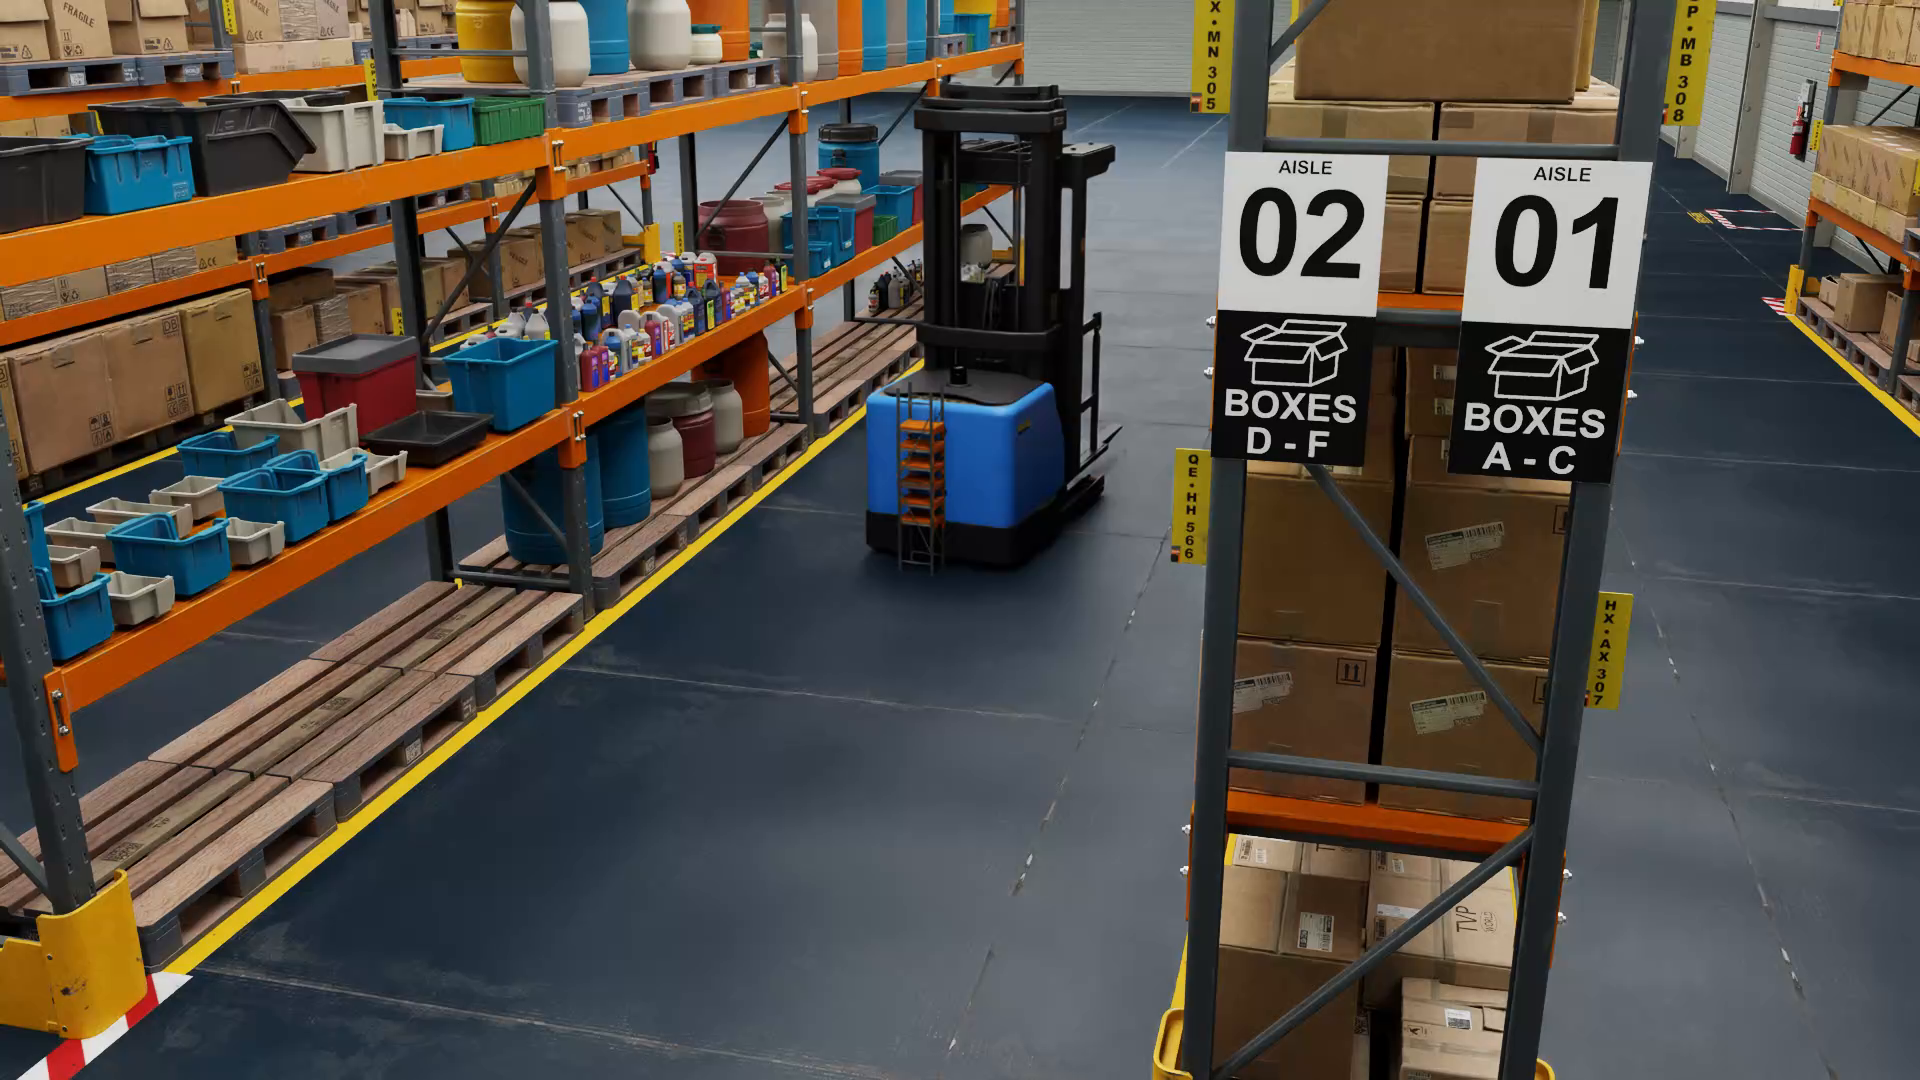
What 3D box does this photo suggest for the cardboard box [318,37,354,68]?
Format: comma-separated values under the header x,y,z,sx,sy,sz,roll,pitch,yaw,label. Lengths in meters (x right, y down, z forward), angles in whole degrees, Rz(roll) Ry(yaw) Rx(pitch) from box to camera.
x,y,z,sx,sy,sz,roll,pitch,yaw,label
-5.883,-4.431,15.112,0.500,0.250,0.500,5,20,15,cardboard box

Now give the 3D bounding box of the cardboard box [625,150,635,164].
x,y,z,sx,sy,sz,roll,pitch,yaw,label
-4.401,-4.916,21.328,0.380,0.149,0.250,5,19,13,cardboard box

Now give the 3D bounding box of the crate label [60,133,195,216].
x,y,z,sx,sy,sz,roll,pitch,yaw,label
-3.100,-1.347,6.080,0.408,0.251,0.502,5,19,13,crate label

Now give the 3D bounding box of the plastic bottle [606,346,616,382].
x,y,z,sx,sy,sz,roll,pitch,yaw,label
-2.115,-1.055,9.942,0.097,0.201,0.097,0,19,0,plastic bottle

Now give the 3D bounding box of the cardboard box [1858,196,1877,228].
x,y,z,sx,sy,sz,roll,pitch,yaw,label
8.960,-3.138,15.936,0.500,0.250,0.500,5,19,13,cardboard box

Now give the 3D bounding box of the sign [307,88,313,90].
x,y,z,sx,sy,sz,roll,pitch,yaw,label
-8.794,-6.177,22.473,0.100,0.325,0.005,5,19,13,sign

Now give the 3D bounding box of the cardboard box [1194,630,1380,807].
x,y,z,sx,sy,sz,roll,pitch,yaw,label
1.010,0.449,5.078,0.500,0.500,0.500,5,20,15,cardboard box

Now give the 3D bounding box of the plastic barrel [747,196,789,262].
x,y,z,sx,sy,sz,roll,pitch,yaw,label
-1.639,-2.634,14.086,0.421,0.512,0.421,0,19,0,plastic barrel

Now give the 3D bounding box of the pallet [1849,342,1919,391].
x,y,z,sx,sy,sz,roll,pitch,yaw,label
9.030,-1.607,15.566,1.003,0.211,1.213,5,19,13,pallet

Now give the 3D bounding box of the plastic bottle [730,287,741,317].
x,y,z,sx,sy,sz,roll,pitch,yaw,label
-1.614,-1.697,11.823,0.097,0.201,0.097,0,19,0,plastic bottle

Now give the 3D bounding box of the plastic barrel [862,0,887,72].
x,y,z,sx,sy,sz,roll,pitch,yaw,label
-0.940,-4.566,14.498,0.600,0.901,0.708,5,19,13,plastic barrel

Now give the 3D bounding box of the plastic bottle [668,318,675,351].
x,y,z,sx,sy,sz,roll,pitch,yaw,label
-1.897,-1.334,10.758,0.097,0.201,0.097,0,19,0,plastic bottle

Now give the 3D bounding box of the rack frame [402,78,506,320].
x,y,z,sx,sy,sz,roll,pitch,yaw,label
-5.509,-3.887,17.926,1.000,3.000,0.127,5,19,13,rack frame

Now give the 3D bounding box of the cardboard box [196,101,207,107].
x,y,z,sx,sy,sz,roll,pitch,yaw,label
-9.762,-5.512,20.781,0.875,0.550,0.500,5,19,13,cardboard box

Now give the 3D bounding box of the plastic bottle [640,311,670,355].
x,y,z,sx,sy,sz,roll,pitch,yaw,label
-1.952,-1.335,10.646,0.152,0.276,0.135,5,19,13,plastic bottle

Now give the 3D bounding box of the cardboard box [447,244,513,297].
x,y,z,sx,sy,sz,roll,pitch,yaw,label
-5.373,-3.025,18.620,0.500,0.500,0.500,4,19,12,cardboard box

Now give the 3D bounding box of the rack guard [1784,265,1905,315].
x,y,z,sx,sy,sz,roll,pitch,yaw,label
9.859,-2.760,18.495,1.175,0.500,0.348,5,19,13,rack guard

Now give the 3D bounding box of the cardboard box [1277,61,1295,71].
x,y,z,sx,sy,sz,roll,pitch,yaw,label
1.406,-1.579,5.987,0.500,0.250,0.500,5,19,13,cardboard box

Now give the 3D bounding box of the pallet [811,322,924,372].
x,y,z,sx,sy,sz,roll,pitch,yaw,label
-0.861,-1.927,16.502,1.003,0.211,1.213,5,19,13,pallet

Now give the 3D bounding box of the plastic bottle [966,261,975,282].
x,y,z,sx,sy,sz,roll,pitch,yaw,label
0.089,-2.921,18.517,0.144,0.351,0.185,5,20,16,plastic bottle

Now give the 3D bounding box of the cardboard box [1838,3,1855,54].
x,y,z,sx,sy,sz,roll,pitch,yaw,label
9.554,-5.358,17.408,0.500,0.500,0.500,5,20,15,cardboard box

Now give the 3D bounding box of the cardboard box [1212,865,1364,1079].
x,y,z,sx,sy,sz,roll,pitch,yaw,label
1.058,1.443,5.509,0.500,0.500,0.500,5,19,13,cardboard box

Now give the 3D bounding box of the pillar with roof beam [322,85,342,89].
x,y,z,sx,sy,sz,roll,pitch,yaw,label
-11.427,-14.308,39.154,9.100,9.000,0.400,5,19,13,pillar with roof beam

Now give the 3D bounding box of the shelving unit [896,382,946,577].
x,y,z,sx,sy,sz,roll,pitch,yaw,label
-0.244,-0.376,10.432,0.258,1.200,0.189,7,20,21,shelving unit

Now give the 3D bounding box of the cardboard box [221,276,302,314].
x,y,z,sx,sy,sz,roll,pitch,yaw,label
-6.352,-2.226,15.089,0.500,0.250,0.500,5,20,16,cardboard box

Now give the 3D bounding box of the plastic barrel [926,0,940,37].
x,y,z,sx,sy,sz,roll,pitch,yaw,label
-0.411,-5.286,16.560,0.421,0.512,0.421,0,19,0,plastic barrel

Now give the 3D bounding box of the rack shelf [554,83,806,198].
x,y,z,sx,sy,sz,roll,pitch,yaw,label
-2.172,-2.694,10.907,1.077,0.370,4.000,5,19,13,rack shelf

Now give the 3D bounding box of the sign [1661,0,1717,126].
x,y,z,sx,sy,sz,roll,pitch,yaw,label
1.690,-1.132,3.869,0.100,0.325,0.005,5,19,13,sign

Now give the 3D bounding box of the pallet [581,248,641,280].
x,y,z,sx,sy,sz,roll,pitch,yaw,label
-4.783,-3.545,21.240,1.003,0.211,1.213,5,19,13,pallet

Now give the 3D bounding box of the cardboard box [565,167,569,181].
x,y,z,sx,sy,sz,roll,pitch,yaw,label
-4.811,-4.283,19.474,0.380,0.149,0.250,5,19,13,cardboard box

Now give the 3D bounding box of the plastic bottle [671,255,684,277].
x,y,z,sx,sy,sz,roll,pitch,yaw,label
-2.158,-2.037,12.709,0.097,0.271,0.097,0,19,0,plastic bottle

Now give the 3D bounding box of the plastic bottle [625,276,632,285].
x,y,z,sx,sy,sz,roll,pitch,yaw,label
-2.384,-1.747,11.861,0.097,0.271,0.097,0,19,0,plastic bottle

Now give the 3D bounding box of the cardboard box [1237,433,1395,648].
x,y,z,sx,sy,sz,roll,pitch,yaw,label
1.006,-0.024,4.915,0.500,0.500,0.500,4,19,13,cardboard box

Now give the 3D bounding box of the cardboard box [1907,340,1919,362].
x,y,z,sx,sy,sz,roll,pitch,yaw,label
9.002,-1.751,15.375,0.380,0.166,0.250,2,19,6,cardboard box

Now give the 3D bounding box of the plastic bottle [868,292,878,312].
x,y,z,sx,sy,sz,roll,pitch,yaw,label
-0.920,-2.518,17.567,0.097,0.201,0.097,0,19,0,plastic bottle

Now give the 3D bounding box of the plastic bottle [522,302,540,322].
x,y,z,sx,sy,sz,roll,pitch,yaw,label
-2.709,-1.337,10.537,0.144,0.351,0.185,5,19,13,plastic bottle

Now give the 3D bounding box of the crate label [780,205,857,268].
x,y,z,sx,sy,sz,roll,pitch,yaw,label
-1.179,-2.549,13.954,0.502,0.435,0.616,5,19,13,crate label

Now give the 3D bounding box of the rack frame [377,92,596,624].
x,y,z,sx,sy,sz,roll,pitch,yaw,label
-2.661,-0.988,9.440,1.000,3.000,0.127,5,19,13,rack frame

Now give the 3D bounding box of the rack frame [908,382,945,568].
x,y,z,sx,sy,sz,roll,pitch,yaw,label
-0.210,-0.403,10.512,0.240,1.200,0.006,7,20,21,rack frame

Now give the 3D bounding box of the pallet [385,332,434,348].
x,y,z,sx,sy,sz,roll,pitch,yaw,label
-5.994,-1.939,16.539,1.003,0.211,1.213,5,19,13,pallet

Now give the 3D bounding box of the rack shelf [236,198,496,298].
x,y,z,sx,sy,sz,roll,pitch,yaw,label
-5.998,-2.919,16.207,1.077,0.370,4.000,5,19,13,rack shelf

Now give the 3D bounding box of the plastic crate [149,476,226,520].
x,y,z,sx,sy,sz,roll,pitch,yaw,label
-3.431,-0.181,7.392,0.298,0.136,0.250,5,19,13,plastic crate

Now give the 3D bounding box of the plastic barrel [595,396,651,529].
x,y,z,sx,sy,sz,roll,pitch,yaw,label
-2.339,-0.585,10.856,0.600,0.901,0.708,5,19,13,plastic barrel

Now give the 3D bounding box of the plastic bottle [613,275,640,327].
x,y,z,sx,sy,sz,roll,pitch,yaw,label
-2.304,-1.654,11.466,0.144,0.351,0.185,5,19,13,plastic bottle

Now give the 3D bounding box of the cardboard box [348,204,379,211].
x,y,z,sx,sy,sz,roll,pitch,yaw,label
-5.854,-3.268,15.697,0.500,0.250,0.500,4,19,12,cardboard box

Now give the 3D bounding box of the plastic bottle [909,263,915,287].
x,y,z,sx,sy,sz,roll,pitch,yaw,label
-0.558,-3.015,18.915,0.097,0.271,0.097,0,19,0,plastic bottle

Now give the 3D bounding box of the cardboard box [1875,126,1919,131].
x,y,z,sx,sy,sz,roll,pitch,yaw,label
9.969,-4.096,17.579,0.500,0.500,0.500,4,19,13,cardboard box

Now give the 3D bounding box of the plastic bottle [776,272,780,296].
x,y,z,sx,sy,sz,roll,pitch,yaw,label
-1.415,-1.953,12.571,0.097,0.201,0.097,0,19,0,plastic bottle

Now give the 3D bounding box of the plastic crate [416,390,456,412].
x,y,z,sx,sy,sz,roll,pitch,yaw,label
-2.913,-0.757,9.079,0.396,0.136,0.243,5,19,13,plastic crate

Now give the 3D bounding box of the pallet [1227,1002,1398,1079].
x,y,z,sx,sy,sz,roll,pitch,yaw,label
1.376,1.704,5.873,1.003,0.211,1.213,5,19,13,pallet

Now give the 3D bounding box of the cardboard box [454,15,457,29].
x,y,z,sx,sy,sz,roll,pitch,yaw,label
-5.131,-5.501,17.628,0.380,0.149,0.250,4,19,12,cardboard box

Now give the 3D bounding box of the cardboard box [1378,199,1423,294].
x,y,z,sx,sy,sz,roll,pitch,yaw,label
1.034,-0.872,4.692,0.500,0.250,0.500,5,19,13,cardboard box

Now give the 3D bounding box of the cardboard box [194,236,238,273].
x,y,z,sx,sy,sz,roll,pitch,yaw,label
-6.367,-2.506,13.729,0.500,0.500,0.500,5,20,15,cardboard box

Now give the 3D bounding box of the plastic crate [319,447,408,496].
x,y,z,sx,sy,sz,roll,pitch,yaw,label
-2.795,-0.322,7.805,0.293,0.136,0.466,5,19,13,plastic crate

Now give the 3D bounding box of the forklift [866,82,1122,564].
x,y,z,sx,sy,sz,roll,pitch,yaw,label
0.404,-1.673,11.550,1.130,2.935,3.031,7,20,21,forklift
